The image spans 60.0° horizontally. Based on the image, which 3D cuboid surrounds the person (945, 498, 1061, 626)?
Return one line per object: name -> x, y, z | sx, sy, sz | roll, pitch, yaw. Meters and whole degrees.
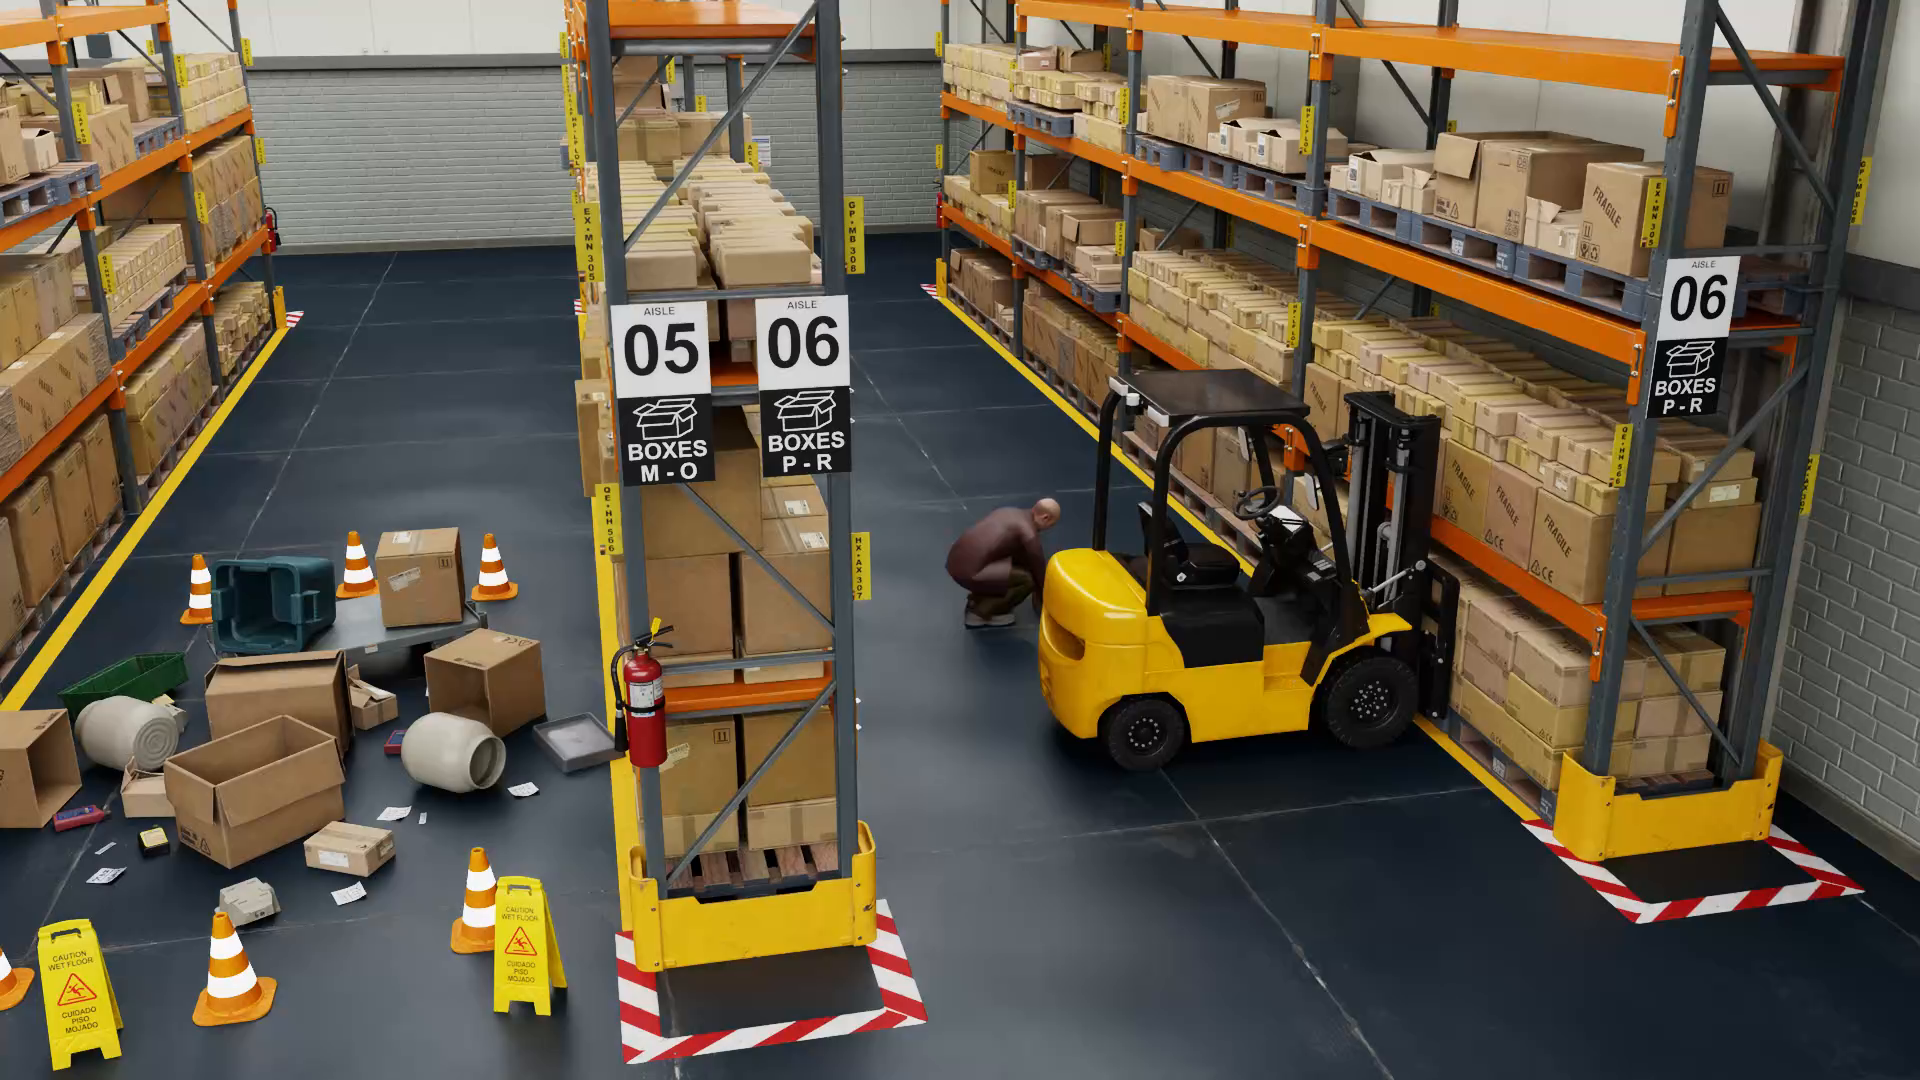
person -> 0.337, 0.194, 12.072 | 0.902, 0.826, 0.596 | -4, 20, -12
